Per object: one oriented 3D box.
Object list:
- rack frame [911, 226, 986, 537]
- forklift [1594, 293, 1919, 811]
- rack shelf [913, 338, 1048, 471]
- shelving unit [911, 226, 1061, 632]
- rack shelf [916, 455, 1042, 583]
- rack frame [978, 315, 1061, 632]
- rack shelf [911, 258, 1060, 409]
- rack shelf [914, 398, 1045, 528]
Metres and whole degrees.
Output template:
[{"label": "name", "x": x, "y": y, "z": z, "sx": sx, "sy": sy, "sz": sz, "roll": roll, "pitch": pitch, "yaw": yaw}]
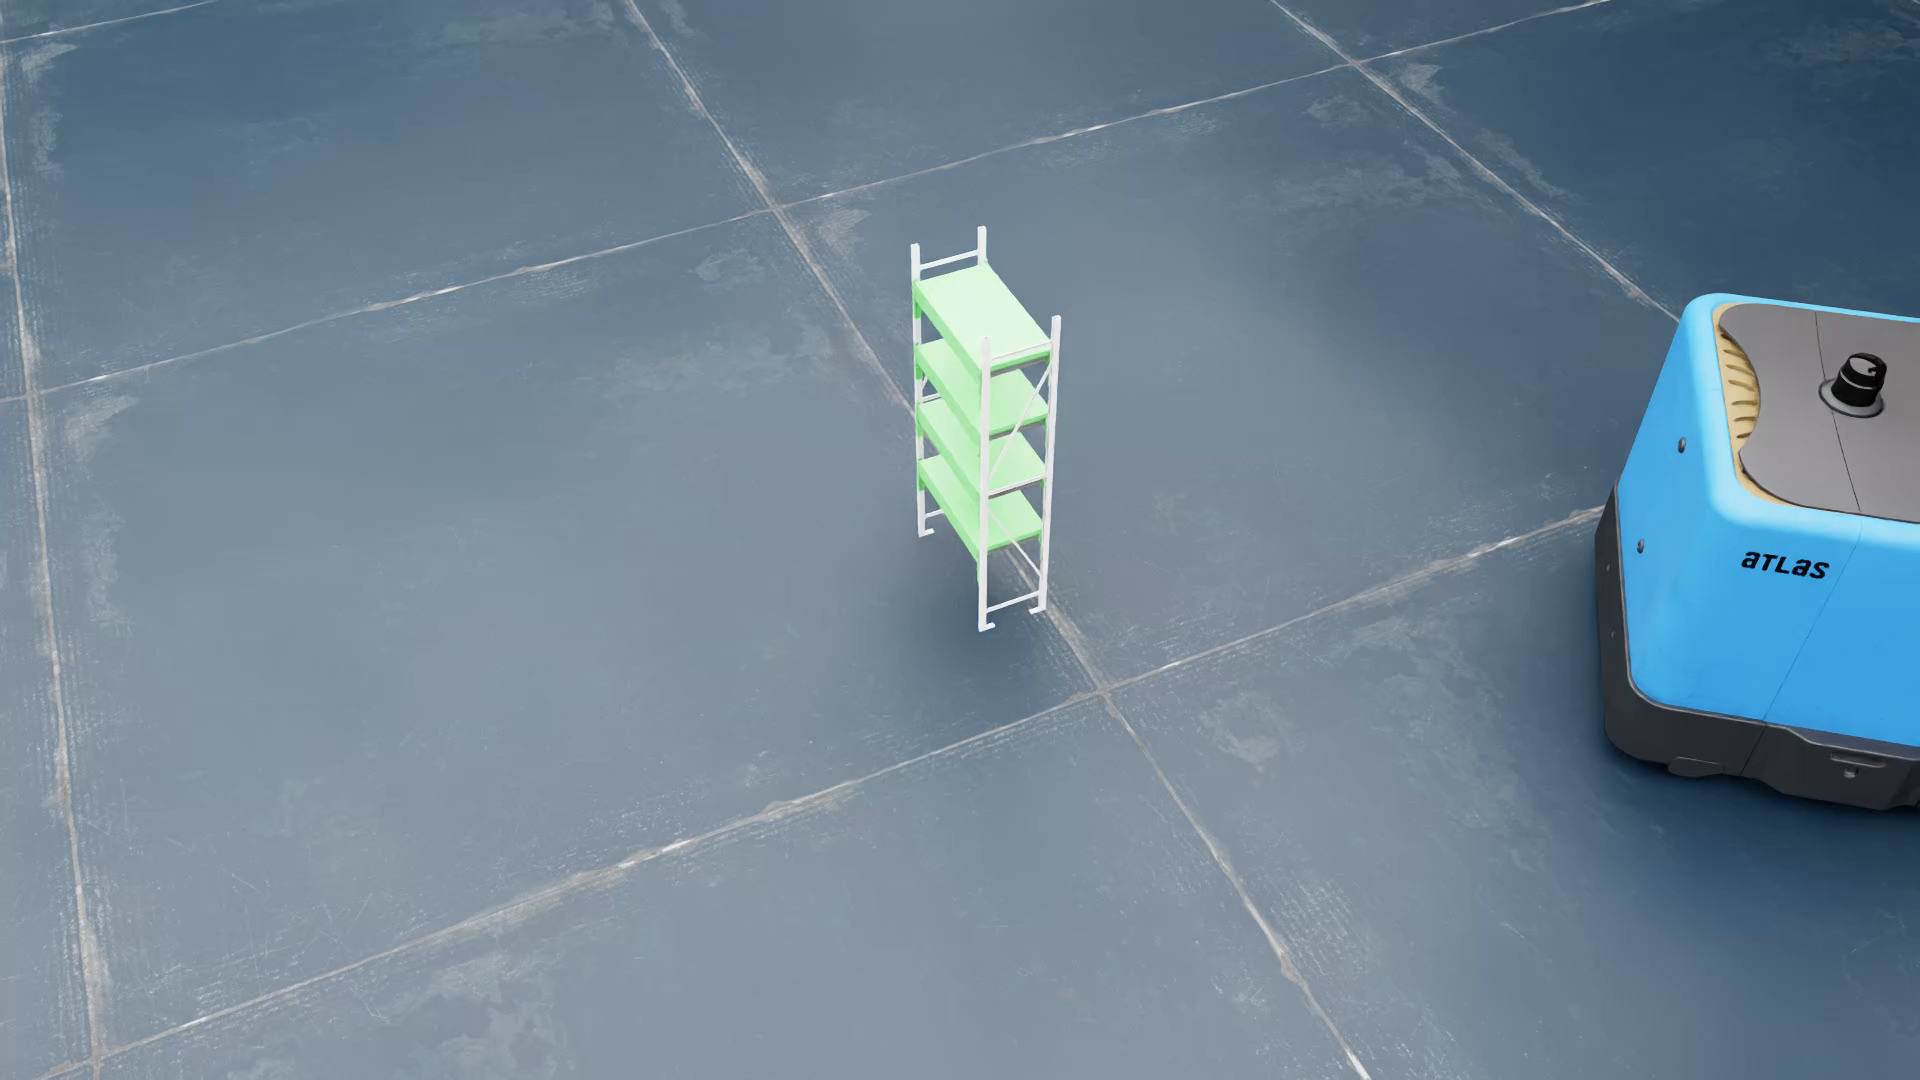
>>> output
[{"label": "rack frame", "x": -0.033, "y": -0.477, "z": 5.379, "sx": 0.240, "sy": 1.200, "sz": 0.015, "roll": -18, "pitch": 47, "yaw": -17}, {"label": "forklift", "x": 3.538, "y": -0.470, "z": 4.139, "sx": 3.031, "sy": 2.935, "sz": 1.130, "roll": 9, "pitch": 45, "yaw": 9}, {"label": "rack shelf", "x": 0.070, "y": -0.447, "z": 5.098, "sx": 0.258, "sy": 0.148, "sz": 0.480, "roll": -18, "pitch": 47, "yaw": -17}, {"label": "shelving unit", "x": 0.070, "y": -0.322, "z": 5.222, "sx": 0.258, "sy": 1.200, "sz": 0.503, "roll": -18, "pitch": 47, "yaw": -17}, {"label": "rack shelf", "x": 0.070, "y": -0.105, "z": 5.435, "sx": 0.258, "sy": 0.148, "sz": 0.480, "roll": -18, "pitch": 47, "yaw": -17}, {"label": "rack frame", "x": 0.172, "y": -0.166, "z": 5.064, "sx": 0.240, "sy": 1.200, "sz": 0.015, "roll": -18, "pitch": 47, "yaw": -17}, {"label": "rack shelf", "x": 0.070, "y": -0.618, "z": 4.929, "sx": 0.258, "sy": 0.148, "sz": 0.480, "roll": -18, "pitch": 47, "yaw": -17}, {"label": "rack shelf", "x": 0.070, "y": -0.276, "z": 5.267, "sx": 0.258, "sy": 0.148, "sz": 0.480, "roll": -18, "pitch": 47, "yaw": -17}]
